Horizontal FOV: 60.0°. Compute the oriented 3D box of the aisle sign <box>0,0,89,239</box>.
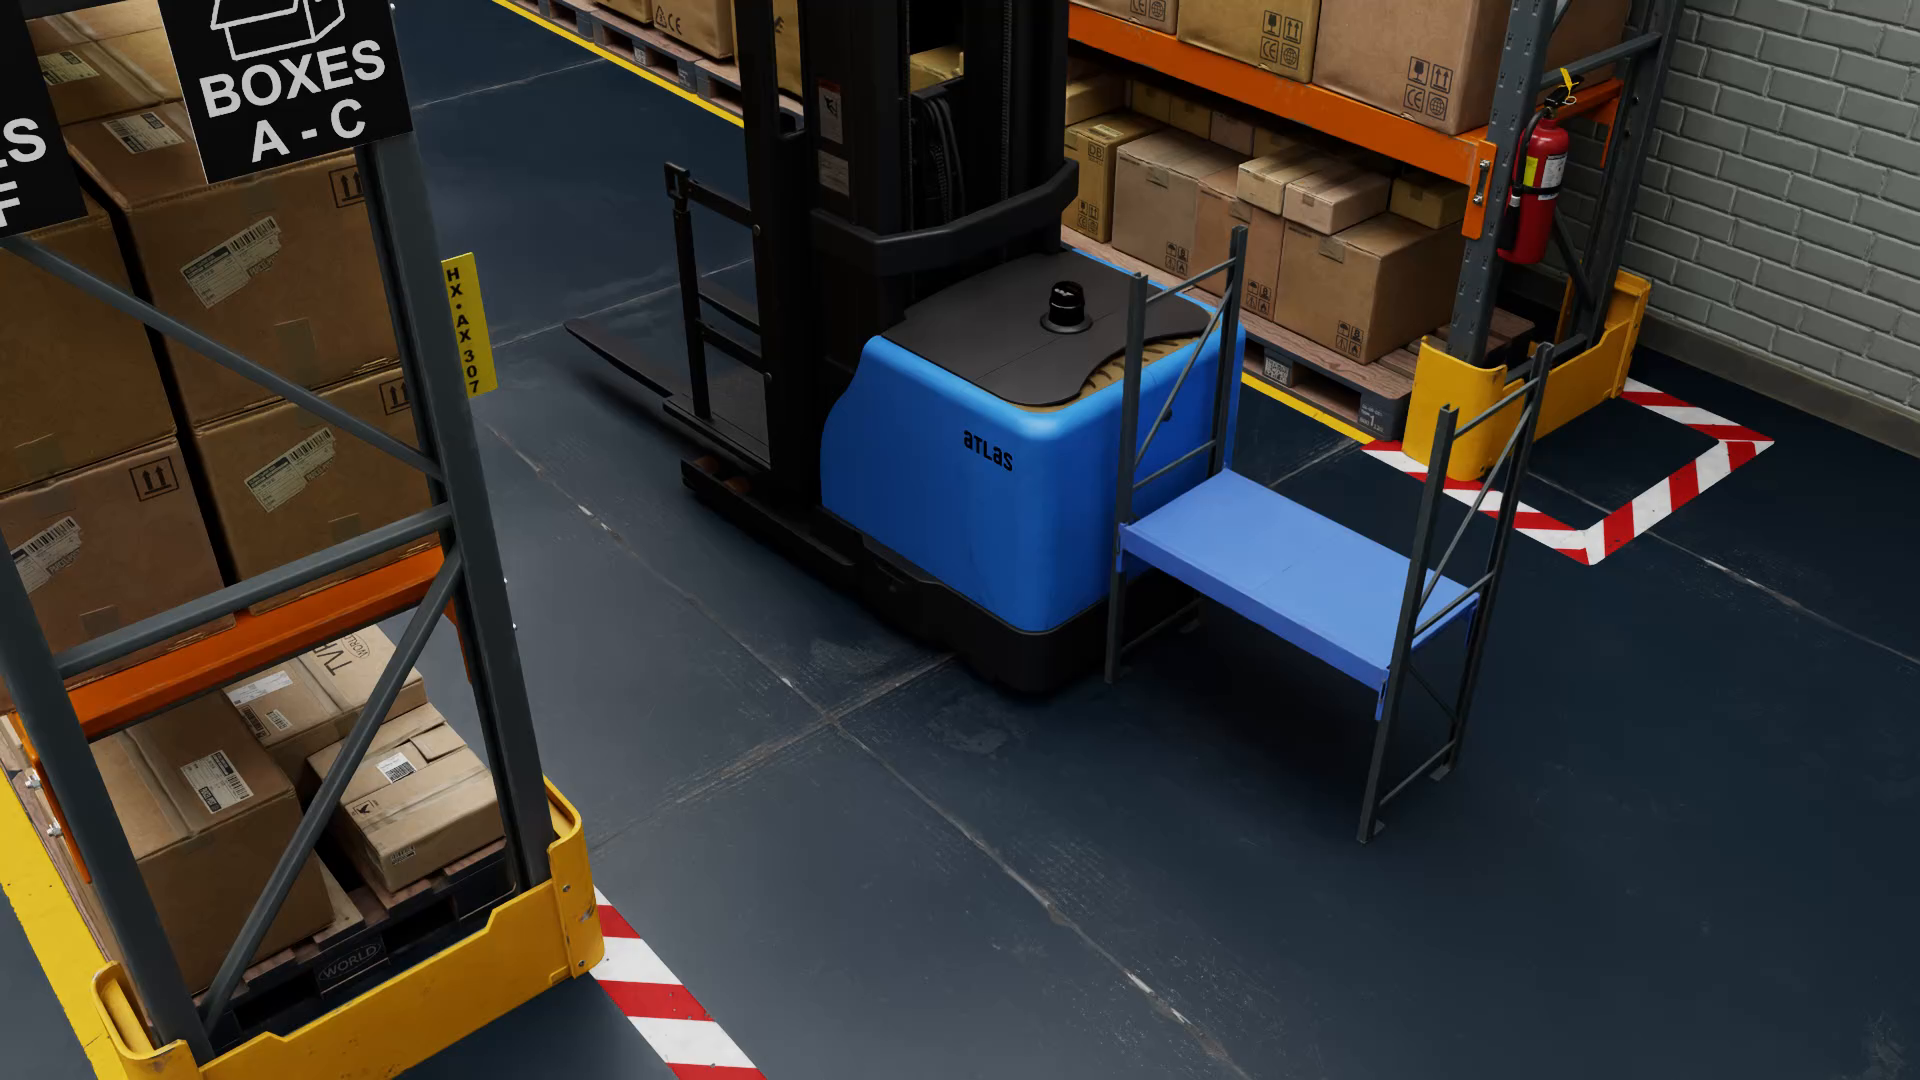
[{"bbox_3d":[-1.660,-0.810,2.550,0.394,0.787,0.004,-26,43,-32],"label":"aisle sign"}]

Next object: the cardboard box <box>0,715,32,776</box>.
[{"bbox_3d":[-2.599,0.470,4.990,0.500,0.250,0.500,-26,43,-32],"label":"cardboard box"}]

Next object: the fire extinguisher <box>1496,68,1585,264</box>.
[{"bbox_3d":[2.056,-1.321,5.909,0.296,0.674,0.183,-26,43,-32],"label":"fire extinguisher"}]

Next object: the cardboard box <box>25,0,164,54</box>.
[{"bbox_3d":[-2.217,-1.088,4.239,0.500,0.500,0.500,-25,42,-31],"label":"cardboard box"}]

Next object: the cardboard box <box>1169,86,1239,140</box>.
[{"bbox_3d":[1.197,-2.009,7.730,0.380,0.149,0.250,-26,43,-31],"label":"cardboard box"}]

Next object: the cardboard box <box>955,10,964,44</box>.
[{"bbox_3d":[0.193,-2.695,8.698,0.380,0.149,0.250,-26,43,-32],"label":"cardboard box"}]

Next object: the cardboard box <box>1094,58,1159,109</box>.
[{"bbox_3d":[0.867,-2.235,8.048,0.380,0.149,0.250,-26,43,-31],"label":"cardboard box"}]

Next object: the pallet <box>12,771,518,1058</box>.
[{"bbox_3d":[-2.034,0.859,4.855,1.003,0.211,1.213,-26,43,-32],"label":"pallet"}]

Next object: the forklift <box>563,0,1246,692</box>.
[{"bbox_3d":[-0.432,-1.457,5.771,1.130,2.935,3.031,-29,44,-34],"label":"forklift"}]

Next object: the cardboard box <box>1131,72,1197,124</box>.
[{"bbox_3d":[1.034,-2.121,7.888,0.380,0.149,0.250,-27,43,-33],"label":"cardboard box"}]

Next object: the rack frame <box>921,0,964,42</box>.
[{"bbox_3d":[-0.270,-3.509,8.609,1.000,3.000,0.127,-26,43,-32],"label":"rack frame"}]

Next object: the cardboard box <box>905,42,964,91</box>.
[{"bbox_3d":[0.135,-2.292,8.690,0.700,0.500,0.500,-25,43,-31],"label":"cardboard box"}]

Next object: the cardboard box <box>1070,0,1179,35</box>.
[{"bbox_3d":[1.012,-2.744,7.270,0.980,0.700,0.700,-28,44,-34],"label":"cardboard box"}]

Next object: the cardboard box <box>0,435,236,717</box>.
[{"bbox_3d":[-1.967,-0.031,3.612,0.500,0.500,0.500,-25,42,-30],"label":"cardboard box"}]

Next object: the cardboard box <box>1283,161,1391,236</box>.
[{"bbox_3d":[1.561,-1.420,6.897,0.380,0.149,0.250,-27,43,-32],"label":"cardboard box"}]

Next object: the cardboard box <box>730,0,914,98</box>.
[{"bbox_3d":[-0.788,-3.042,9.446,0.750,0.750,0.750,-25,43,-31],"label":"cardboard box"}]

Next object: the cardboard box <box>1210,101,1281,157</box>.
[{"bbox_3d":[1.364,-1.896,7.570,0.380,0.149,0.250,-25,42,-31],"label":"cardboard box"}]

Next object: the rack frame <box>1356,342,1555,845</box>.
[{"bbox_3d":[1.377,0.193,4.680,0.500,1.500,0.032,-29,44,-34],"label":"rack frame"}]

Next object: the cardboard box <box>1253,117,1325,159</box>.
[{"bbox_3d":[1.528,-1.784,7.412,0.380,0.149,0.250,-26,43,-31],"label":"cardboard box"}]

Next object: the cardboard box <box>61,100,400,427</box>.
[{"bbox_3d":[-1.555,-0.637,3.602,0.500,0.500,0.500,-25,42,-30],"label":"cardboard box"}]

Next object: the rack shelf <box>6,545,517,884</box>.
[{"bbox_3d":[-2.761,-0.483,4.959,1.077,0.370,4.000,-26,43,-32],"label":"rack shelf"}]

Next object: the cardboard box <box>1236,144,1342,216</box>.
[{"bbox_3d":[1.396,-1.532,7.056,0.380,0.149,0.250,-25,42,-31],"label":"cardboard box"}]

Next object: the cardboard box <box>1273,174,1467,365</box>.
[{"bbox_3d":[1.783,-1.166,7.101,0.700,0.500,0.500,-26,43,-32],"label":"cardboard box"}]

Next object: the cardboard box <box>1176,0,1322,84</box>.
[{"bbox_3d":[1.497,-2.404,6.789,0.980,0.700,0.700,-26,43,-32],"label":"cardboard box"}]

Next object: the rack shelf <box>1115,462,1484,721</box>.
[{"bbox_3d":[1.025,0.128,5.083,0.538,0.185,1.000,-29,44,-34],"label":"rack shelf"}]

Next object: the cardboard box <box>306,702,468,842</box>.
[{"bbox_3d":[-1.639,0.659,4.794,0.380,0.166,0.250,-26,43,-32],"label":"cardboard box"}]

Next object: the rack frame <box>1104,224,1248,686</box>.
[{"bbox_3d":[0.673,-0.231,5.278,0.500,1.500,0.032,-29,44,-34],"label":"rack frame"}]

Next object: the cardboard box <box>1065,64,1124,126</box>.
[{"bbox_3d":[0.553,-2.107,7.868,0.380,0.149,0.250,-27,44,-33],"label":"cardboard box"}]

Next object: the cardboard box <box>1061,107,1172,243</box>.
[{"bbox_3d":[0.786,-1.841,8.054,0.700,0.500,0.500,-25,42,-31],"label":"cardboard box"}]

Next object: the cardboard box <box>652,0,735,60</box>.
[{"bbox_3d":[-1.364,-3.433,9.999,0.750,0.750,0.750,-25,42,-30],"label":"cardboard box"}]

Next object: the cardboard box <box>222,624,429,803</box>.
[{"bbox_3d":[-1.927,0.482,4.972,0.500,0.250,0.500,-26,43,-32],"label":"cardboard box"}]

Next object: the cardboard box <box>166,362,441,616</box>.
[{"bbox_3d":[-1.555,-0.229,3.891,0.500,0.500,0.500,-25,42,-31],"label":"cardboard box"}]

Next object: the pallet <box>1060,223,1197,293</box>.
[{"bbox_3d":[0.953,-1.467,8.139,1.003,0.211,1.213,-26,43,-32],"label":"pallet"}]

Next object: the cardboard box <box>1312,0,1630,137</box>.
[{"bbox_3d":[1.975,-2.087,6.342,0.980,0.700,0.700,-24,42,-30],"label":"cardboard box"}]

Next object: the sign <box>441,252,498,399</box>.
[{"bbox_3d":[-1.056,-0.450,3.540,0.100,0.325,0.005,-26,43,-32],"label":"sign"}]

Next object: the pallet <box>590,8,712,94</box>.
[{"bbox_3d":[-1.617,-3.223,10.618,1.003,0.211,1.213,-26,43,-32],"label":"pallet"}]

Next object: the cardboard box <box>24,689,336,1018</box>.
[{"bbox_3d":[-2.009,0.799,4.309,0.500,0.500,0.500,-26,43,-32],"label":"cardboard box"}]

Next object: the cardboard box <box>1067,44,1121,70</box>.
[{"bbox_3d":[0.705,-2.347,8.206,0.380,0.149,0.250,-28,44,-33],"label":"cardboard box"}]

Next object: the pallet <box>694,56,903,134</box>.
[{"bbox_3d":[-0.825,-2.684,9.857,1.003,0.211,1.213,-26,43,-32],"label":"pallet"}]

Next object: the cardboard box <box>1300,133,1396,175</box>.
[{"bbox_3d":[1.689,-1.674,7.256,0.380,0.149,0.250,-26,43,-32],"label":"cardboard box"}]

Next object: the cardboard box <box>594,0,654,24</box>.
[{"bbox_3d":[-1.916,-3.806,10.526,0.750,0.750,0.750,-26,43,-32],"label":"cardboard box"}]

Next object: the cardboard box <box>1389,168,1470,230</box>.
[{"bbox_3d":[2.017,-1.450,6.941,0.380,0.149,0.250,-26,43,-31],"label":"cardboard box"}]

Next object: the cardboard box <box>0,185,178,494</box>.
[{"bbox_3d":[-1.967,-0.437,3.319,0.500,0.500,0.500,-26,43,-32],"label":"cardboard box"}]

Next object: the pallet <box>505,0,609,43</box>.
[{"bbox_3d":[-2.400,-3.761,11.378,1.003,0.211,1.213,-26,43,-32],"label":"pallet"}]

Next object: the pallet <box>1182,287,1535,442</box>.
[{"bbox_3d":[1.736,-0.929,7.379,1.003,0.211,1.213,-26,43,-32],"label":"pallet"}]

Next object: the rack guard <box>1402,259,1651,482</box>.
[{"bbox_3d":[2.327,-0.712,6.823,1.175,0.500,0.348,-26,43,-32],"label":"rack guard"}]

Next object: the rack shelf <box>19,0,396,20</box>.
[{"bbox_3d":[-2.761,-1.707,4.092,1.077,0.370,4.000,-26,43,-32],"label":"rack shelf"}]

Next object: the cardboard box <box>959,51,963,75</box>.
[{"bbox_3d":[0.216,-2.337,8.193,0.380,0.149,0.250,-24,42,-30],"label":"cardboard box"}]

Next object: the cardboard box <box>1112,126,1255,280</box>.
[{"bbox_3d":[1.135,-1.609,7.726,0.700,0.500,0.500,-28,44,-33],"label":"cardboard box"}]

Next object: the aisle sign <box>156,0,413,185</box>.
[{"bbox_3d":[-1.202,-1.034,2.865,0.394,0.787,0.004,-26,43,-32],"label":"aisle sign"}]

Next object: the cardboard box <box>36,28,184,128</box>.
[{"bbox_3d":[-1.898,-0.865,3.924,0.500,0.500,0.500,-26,43,-31],"label":"cardboard box"}]

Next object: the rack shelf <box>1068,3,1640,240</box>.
[{"bbox_3d":[1.021,-2.332,7.571,1.077,0.370,4.000,-26,43,-32],"label":"rack shelf"}]

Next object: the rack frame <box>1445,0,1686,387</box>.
[{"bbox_3d":[2.312,-1.743,6.116,1.000,3.000,0.127,-26,43,-32],"label":"rack frame"}]

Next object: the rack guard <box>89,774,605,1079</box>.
[{"bbox_3d":[-1.519,1.093,4.275,1.175,0.500,0.348,-26,43,-32],"label":"rack guard"}]

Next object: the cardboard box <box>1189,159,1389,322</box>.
[{"bbox_3d":[1.461,-1.387,7.412,0.700,0.500,0.500,-26,43,-32],"label":"cardboard box"}]

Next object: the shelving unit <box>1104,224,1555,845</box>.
[{"bbox_3d":[1.025,-0.019,4.979,0.538,1.500,1.048,-29,44,-34],"label":"shelving unit"}]

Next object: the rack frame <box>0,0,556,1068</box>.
[{"bbox_3d":[-1.470,0.106,3.505,1.000,3.000,0.127,-26,43,-32],"label":"rack frame"}]

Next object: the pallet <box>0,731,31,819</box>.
[{"bbox_3d":[-2.818,0.321,5.615,1.003,0.211,1.213,-26,43,-32],"label":"pallet"}]

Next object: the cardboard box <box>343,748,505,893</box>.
[{"bbox_3d":[-1.478,0.777,4.644,0.380,0.149,0.250,-26,43,-32],"label":"cardboard box"}]

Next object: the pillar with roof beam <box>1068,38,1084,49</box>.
[{"bbox_3d":[-2.446,-4.365,4.628,9.100,9.000,0.400,-26,43,-32],"label":"pillar with roof beam"}]
